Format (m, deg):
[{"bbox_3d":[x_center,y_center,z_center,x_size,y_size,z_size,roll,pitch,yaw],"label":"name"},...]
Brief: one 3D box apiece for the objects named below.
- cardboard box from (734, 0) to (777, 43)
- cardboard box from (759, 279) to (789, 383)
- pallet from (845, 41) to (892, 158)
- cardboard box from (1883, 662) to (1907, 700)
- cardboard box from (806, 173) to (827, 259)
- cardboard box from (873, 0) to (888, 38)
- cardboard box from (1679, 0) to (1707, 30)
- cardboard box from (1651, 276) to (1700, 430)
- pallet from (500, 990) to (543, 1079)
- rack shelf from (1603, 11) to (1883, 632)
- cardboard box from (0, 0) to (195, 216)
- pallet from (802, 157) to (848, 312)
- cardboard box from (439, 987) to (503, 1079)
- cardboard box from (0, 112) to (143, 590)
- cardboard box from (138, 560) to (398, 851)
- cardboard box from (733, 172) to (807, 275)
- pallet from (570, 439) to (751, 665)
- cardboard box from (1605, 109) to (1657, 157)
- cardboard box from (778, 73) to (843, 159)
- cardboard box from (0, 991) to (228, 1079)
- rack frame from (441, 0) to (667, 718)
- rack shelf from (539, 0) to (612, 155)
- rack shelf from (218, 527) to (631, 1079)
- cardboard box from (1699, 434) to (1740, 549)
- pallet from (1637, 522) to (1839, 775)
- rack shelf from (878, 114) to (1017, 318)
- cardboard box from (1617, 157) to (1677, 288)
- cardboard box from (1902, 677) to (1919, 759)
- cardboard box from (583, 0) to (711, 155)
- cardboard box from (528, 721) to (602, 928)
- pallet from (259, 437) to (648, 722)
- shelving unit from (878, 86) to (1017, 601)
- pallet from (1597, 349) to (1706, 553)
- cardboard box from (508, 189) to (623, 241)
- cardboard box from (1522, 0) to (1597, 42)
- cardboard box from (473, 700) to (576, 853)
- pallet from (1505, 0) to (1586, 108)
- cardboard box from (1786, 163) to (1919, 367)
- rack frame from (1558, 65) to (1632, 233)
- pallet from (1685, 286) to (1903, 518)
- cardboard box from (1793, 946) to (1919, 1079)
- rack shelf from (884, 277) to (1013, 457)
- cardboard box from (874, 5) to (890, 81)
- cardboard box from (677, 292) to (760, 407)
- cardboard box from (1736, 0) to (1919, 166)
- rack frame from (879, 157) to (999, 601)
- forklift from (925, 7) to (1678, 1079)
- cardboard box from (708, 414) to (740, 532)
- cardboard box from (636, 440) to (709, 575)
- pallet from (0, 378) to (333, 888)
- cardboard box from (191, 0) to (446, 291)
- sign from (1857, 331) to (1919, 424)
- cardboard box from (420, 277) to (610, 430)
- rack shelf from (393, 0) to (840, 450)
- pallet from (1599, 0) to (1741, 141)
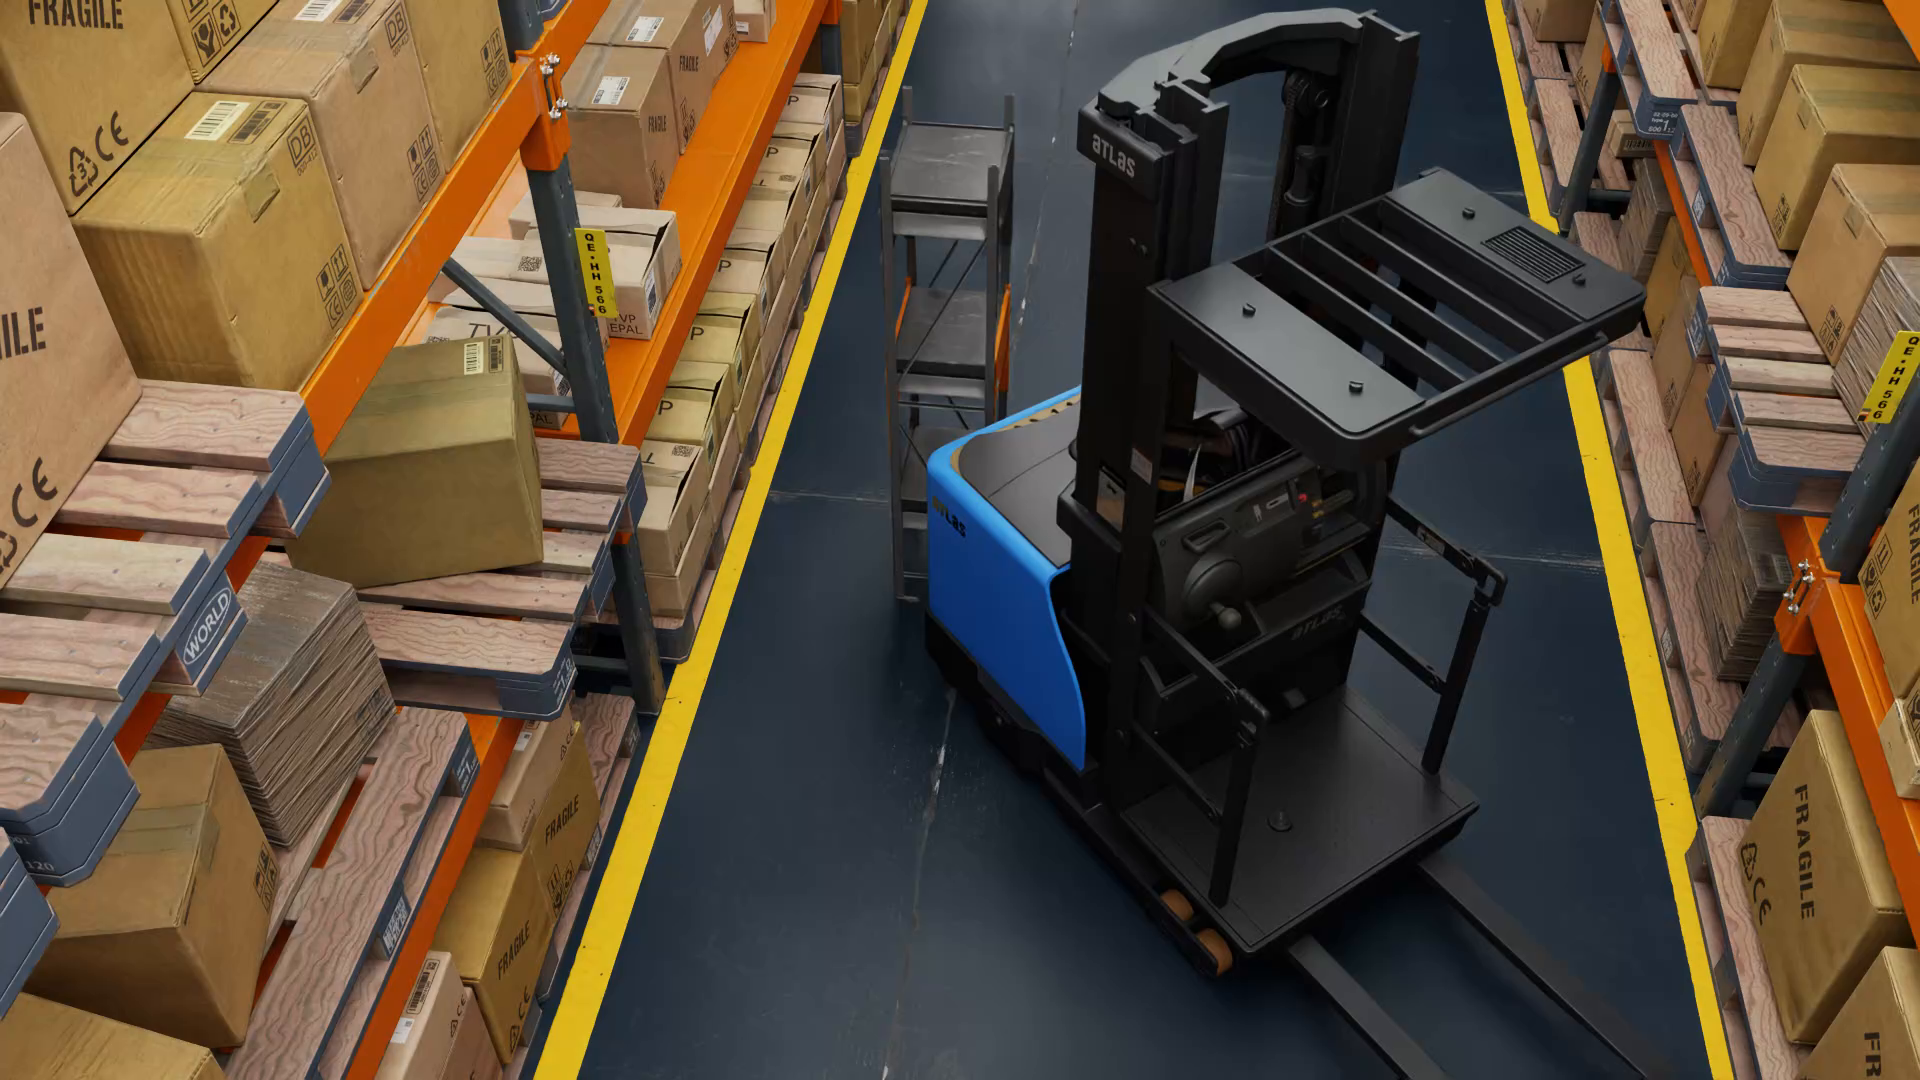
[{"bbox_3d":[-1.078,-2.541,7.872,0.396,0.266,0.258,4,44,4],"label":"cardboard box"},{"bbox_3d":[-1.115,-1.011,7.853,0.500,0.250,0.500,6,44,6],"label":"cardboard box"},{"bbox_3d":[-0.997,-2.732,10.003,1.003,0.211,1.213,5,44,6],"label":"pallet"},{"bbox_3d":[2.923,0.426,4.809,0.380,0.149,0.250,6,44,6],"label":"cardboard box"},{"bbox_3d":[-0.980,-1.706,8.587,0.500,0.250,0.500,5,44,5],"label":"cardboard box"},{"bbox_3d":[-0.714,-3.261,9.684,0.500,0.500,0.500,5,44,6],"label":"cardboard box"},{"bbox_3d":[3.666,-2.610,7.455,0.700,0.500,0.500,5,44,6],"label":"cardboard box"},{"bbox_3d":[3.560,-0.806,7.440,0.700,0.500,0.500,6,44,6],"label":"cardboard box"},{"bbox_3d":[-1.972,1.867,5.147,1.003,0.211,1.213,5,44,6],"label":"pallet"},{"bbox_3d":[3.503,-1.134,6.811,1.077,0.370,4.000,5,44,6],"label":"rack shelf"},{"bbox_3d":[-1.871,-0.977,3.140,0.500,0.500,0.500,5,44,6],"label":"cardboard box"},{"bbox_3d":[-1.202,-1.688,8.901,1.003,0.211,1.213,5,44,6],"label":"pallet"},{"bbox_3d":[-1.695,1.638,4.859,0.500,0.500,0.500,4,44,4],"label":"cardboard box"},{"bbox_3d":[-1.888,-0.314,2.790,0.600,0.600,0.600,4,44,4],"label":"cardboard box"},{"bbox_3d":[-1.954,0.377,4.314,0.700,0.500,0.500,13,45,13],"label":"cardboard box"},{"bbox_3d":[-1.044,-1.566,8.031,0.500,0.311,0.500,5,44,5],"label":"cardboard box"},{"bbox_3d":[-1.525,-0.025,7.145,1.003,0.211,1.213,5,44,6],"label":"pallet"},{"bbox_3d":[3.808,-2.256,9.214,0.380,0.166,0.250,0,43,0],"label":"cardboard box"},{"bbox_3d":[-0.913,-2.262,8.766,0.500,0.311,0.500,5,44,6],"label":"cardboard box"},{"bbox_3d":[-1.889,1.281,3.360,0.700,0.500,0.500,12,45,12],"label":"cardboard box"},{"bbox_3d":[-1.672,-0.480,5.597,1.000,3.000,0.127,5,44,6],"label":"rack frame"},{"bbox_3d":[-1.408,-2.671,6.253,1.077,0.370,4.000,5,44,6],"label":"rack shelf"},{"bbox_3d":[-1.937,1.144,4.405,1.077,0.370,4.000,5,44,6],"label":"rack shelf"},{"bbox_3d":[3.465,-0.120,6.715,0.700,0.500,0.500,5,44,5],"label":"cardboard box"},{"bbox_3d":[3.343,0.448,6.645,1.003,0.211,1.213,5,44,6],"label":"pallet"},{"bbox_3d":[-0.038,-1.164,5.976,0.431,0.518,0.480,5,44,5],"label":"rack shelf"},{"bbox_3d":[3.686,-1.507,8.180,0.700,0.500,0.500,7,44,7],"label":"cardboard box"},{"bbox_3d":[2.842,0.480,4.280,0.500,0.500,0.500,7,44,7],"label":"cardboard box"},{"bbox_3d":[-1.397,-2.020,7.151,0.500,0.500,0.500,5,44,6],"label":"cardboard box"},{"bbox_3d":[-1.563,0.927,5.610,0.500,0.500,0.500,7,44,7],"label":"cardboard box"},{"bbox_3d":[-1.692,0.058,5.169,1.213,0.211,1.003,5,44,6],"label":"pallet"},{"bbox_3d":[-0.038,-0.666,6.448,0.431,2.100,0.503,5,44,5],"label":"shelving unit"},{"bbox_3d":[3.507,-0.381,7.521,1.003,0.211,1.213,5,44,6],"label":"pallet"},{"bbox_3d":[-1.560,-1.263,6.607,0.380,0.149,0.250,8,44,9],"label":"cardboard box"},{"bbox_3d":[3.893,-3.389,10.168,0.700,0.500,0.500,3,44,3],"label":"cardboard box"},{"bbox_3d":[-1.567,0.693,5.311,0.500,0.250,0.500,7,44,7],"label":"cardboard box"},{"bbox_3d":[3.980,-3.040,10.330,1.003,0.211,1.213,5,44,6],"label":"pallet"},{"bbox_3d":[3.338,-0.933,5.683,0.700,0.500,0.500,1,43,2],"label":"cardboard box"},{"bbox_3d":[3.767,-2.758,8.003,1.000,3.000,0.127,5,44,6],"label":"rack frame"},{"bbox_3d":[3.227,-0.458,5.714,1.213,0.211,1.003,5,44,6],"label":"pallet"},{"bbox_3d":[2.889,1.682,4.573,0.750,0.750,0.750,5,44,5],"label":"cardboard box"},{"bbox_3d":[-0.038,-0.656,6.458,0.431,0.518,0.480,5,44,5],"label":"rack shelf"},{"bbox_3d":[-0.710,-2.989,9.941,0.500,0.250,0.500,5,44,6],"label":"cardboard box"},{"bbox_3d":[-1.181,-0.874,7.300,0.500,0.311,0.500,4,44,4],"label":"cardboard box"},{"bbox_3d":[3.529,-1.779,6.576,0.700,0.500,0.500,11,45,11],"label":"cardboard box"},{"bbox_3d":[-0.071,-0.500,6.273,0.400,2.100,0.015,5,44,5],"label":"rack frame"},{"bbox_3d":[1.107,0.048,5.090,1.130,2.935,3.031,-25,49,-24],"label":"forklift"},{"bbox_3d":[-1.246,-0.307,7.109,0.500,0.250,0.500,4,44,4],"label":"cardboard box"},{"bbox_3d":[-1.312,-0.168,6.554,0.500,0.311,0.500,7,44,7],"label":"cardboard box"},{"bbox_3d":[-1.911,0.080,2.961,1.213,0.211,1.003,5,44,6],"label":"pallet"},{"bbox_3d":[-1.764,-0.957,3.847,0.910,0.500,0.500,5,44,6],"label":"cardboard box"},{"bbox_3d":[2.699,-0.467,4.799,0.100,0.325,0.005,5,44,6],"label":"sign"},{"bbox_3d":[-1.581,-0.691,5.886,0.500,0.311,0.500,8,44,8],"label":"cardboard box"},{"bbox_3d":[-1.408,-1.582,7.284,1.077,0.370,4.000,5,44,6],"label":"rack shelf"},{"bbox_3d":[3.522,-2.181,7.533,1.003,0.211,1.213,5,44,6],"label":"pallet"}]
